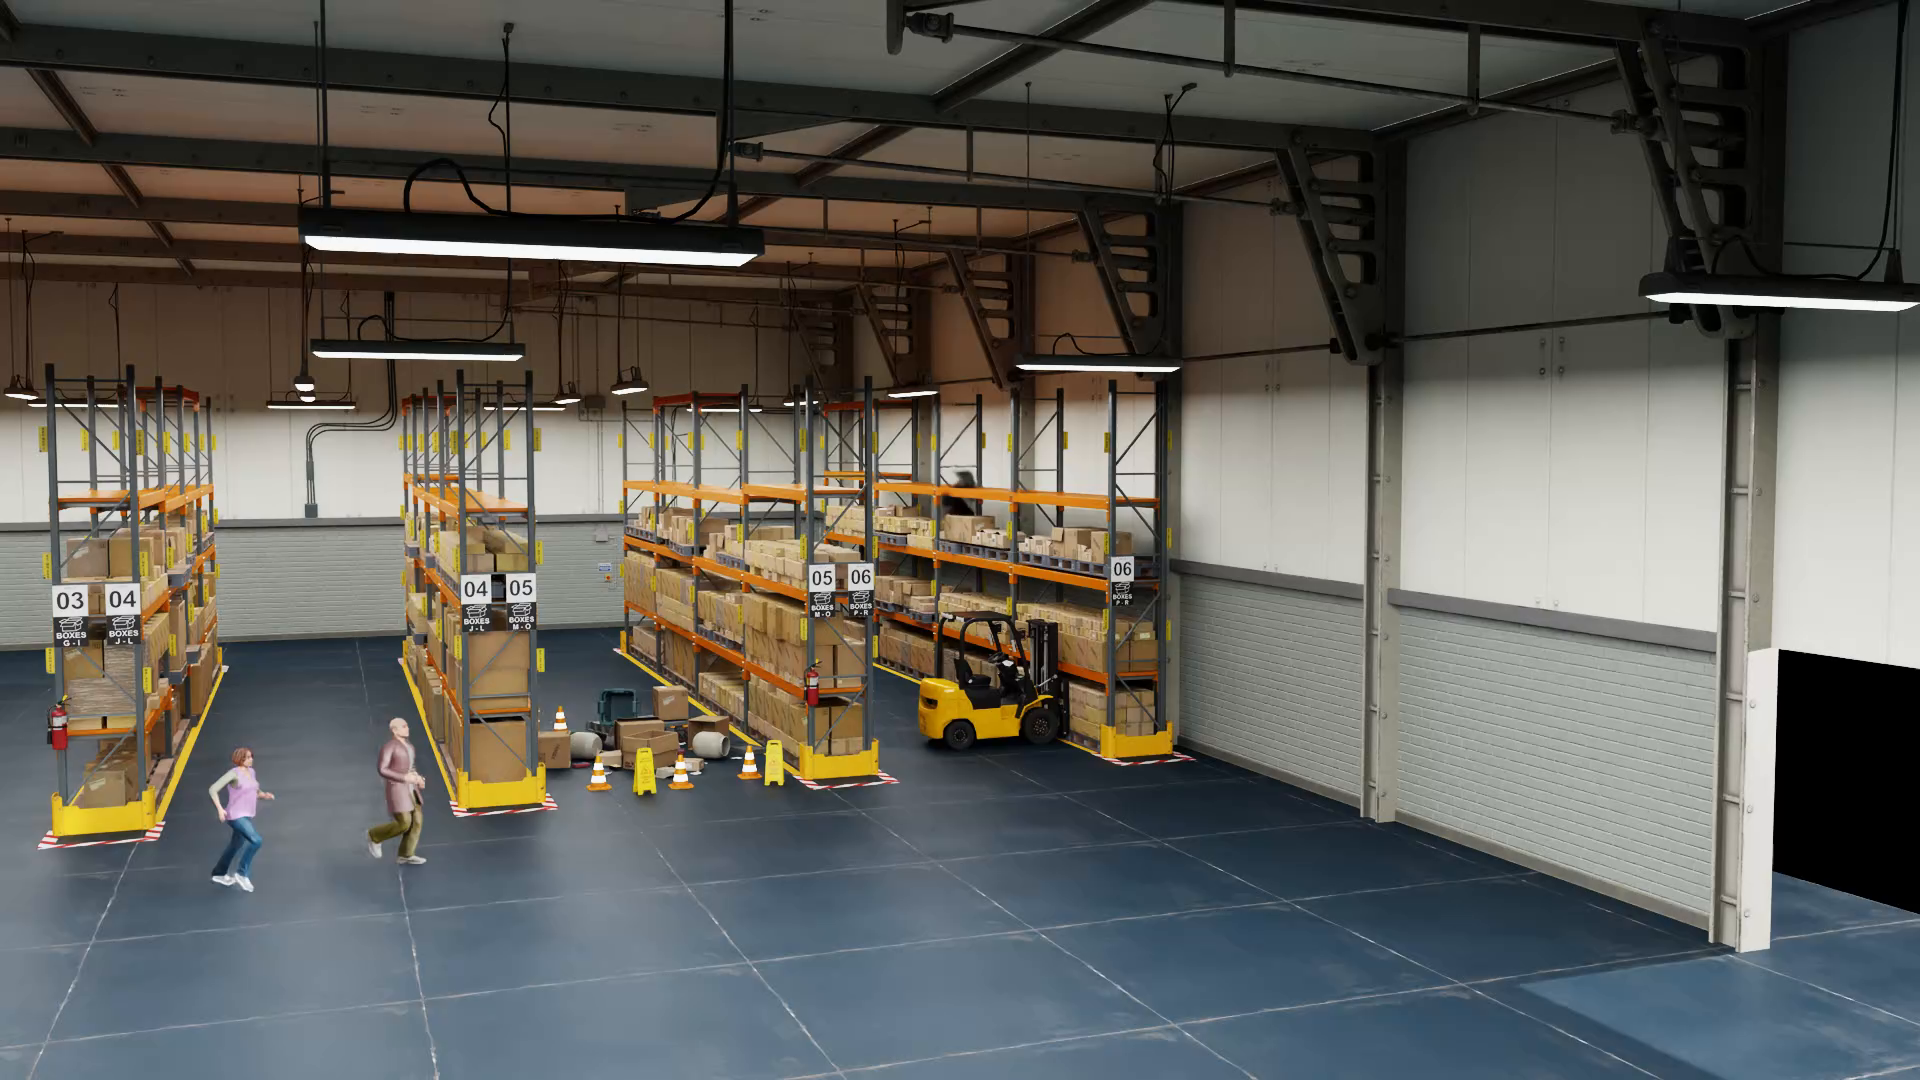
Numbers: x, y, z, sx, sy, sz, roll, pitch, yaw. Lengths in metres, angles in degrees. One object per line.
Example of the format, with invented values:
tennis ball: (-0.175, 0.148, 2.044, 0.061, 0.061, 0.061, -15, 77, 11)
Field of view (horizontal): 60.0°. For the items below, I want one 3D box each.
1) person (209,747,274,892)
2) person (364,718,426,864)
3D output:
person: (-8.025, 3.116, 18.573, 0.760, 1.615, 0.498, 0, 3, 4)
person: (-6.683, 2.975, 19.739, 0.750, 1.736, 0.709, 1, 3, 9)
